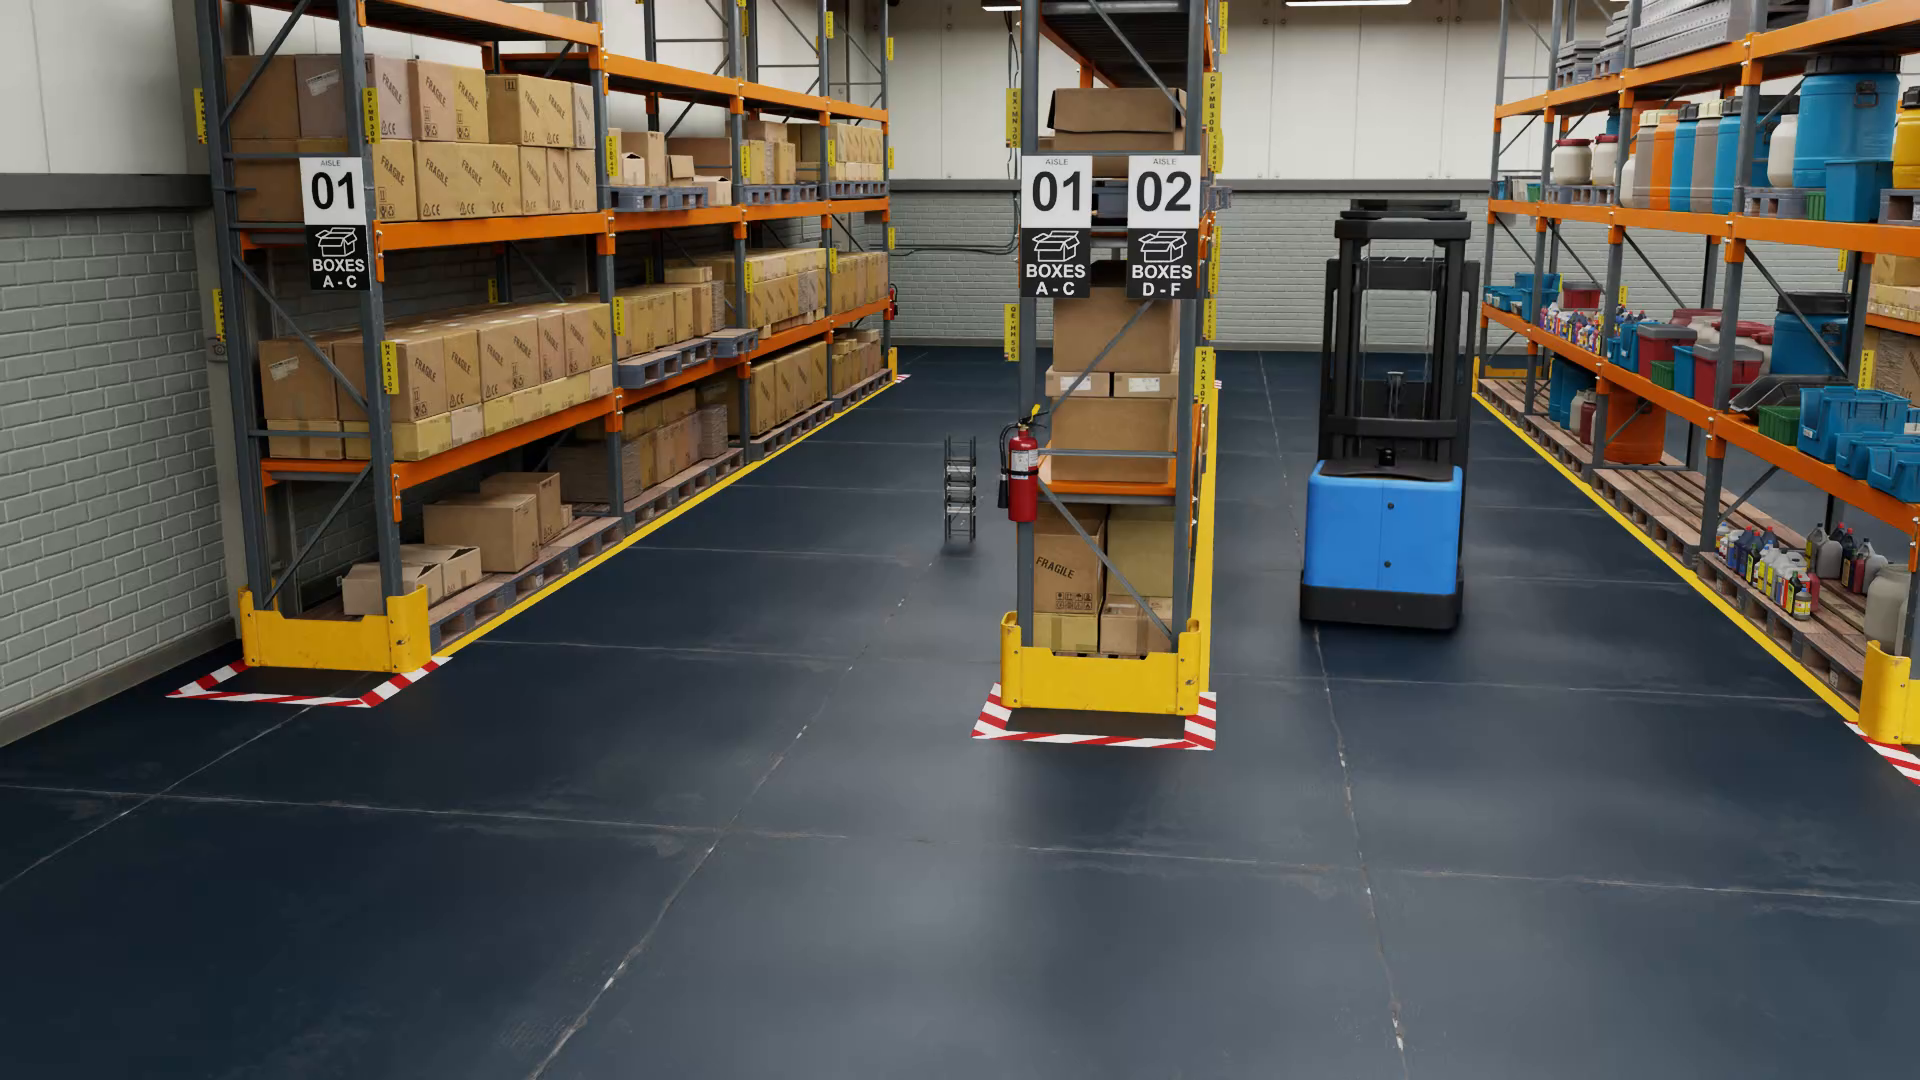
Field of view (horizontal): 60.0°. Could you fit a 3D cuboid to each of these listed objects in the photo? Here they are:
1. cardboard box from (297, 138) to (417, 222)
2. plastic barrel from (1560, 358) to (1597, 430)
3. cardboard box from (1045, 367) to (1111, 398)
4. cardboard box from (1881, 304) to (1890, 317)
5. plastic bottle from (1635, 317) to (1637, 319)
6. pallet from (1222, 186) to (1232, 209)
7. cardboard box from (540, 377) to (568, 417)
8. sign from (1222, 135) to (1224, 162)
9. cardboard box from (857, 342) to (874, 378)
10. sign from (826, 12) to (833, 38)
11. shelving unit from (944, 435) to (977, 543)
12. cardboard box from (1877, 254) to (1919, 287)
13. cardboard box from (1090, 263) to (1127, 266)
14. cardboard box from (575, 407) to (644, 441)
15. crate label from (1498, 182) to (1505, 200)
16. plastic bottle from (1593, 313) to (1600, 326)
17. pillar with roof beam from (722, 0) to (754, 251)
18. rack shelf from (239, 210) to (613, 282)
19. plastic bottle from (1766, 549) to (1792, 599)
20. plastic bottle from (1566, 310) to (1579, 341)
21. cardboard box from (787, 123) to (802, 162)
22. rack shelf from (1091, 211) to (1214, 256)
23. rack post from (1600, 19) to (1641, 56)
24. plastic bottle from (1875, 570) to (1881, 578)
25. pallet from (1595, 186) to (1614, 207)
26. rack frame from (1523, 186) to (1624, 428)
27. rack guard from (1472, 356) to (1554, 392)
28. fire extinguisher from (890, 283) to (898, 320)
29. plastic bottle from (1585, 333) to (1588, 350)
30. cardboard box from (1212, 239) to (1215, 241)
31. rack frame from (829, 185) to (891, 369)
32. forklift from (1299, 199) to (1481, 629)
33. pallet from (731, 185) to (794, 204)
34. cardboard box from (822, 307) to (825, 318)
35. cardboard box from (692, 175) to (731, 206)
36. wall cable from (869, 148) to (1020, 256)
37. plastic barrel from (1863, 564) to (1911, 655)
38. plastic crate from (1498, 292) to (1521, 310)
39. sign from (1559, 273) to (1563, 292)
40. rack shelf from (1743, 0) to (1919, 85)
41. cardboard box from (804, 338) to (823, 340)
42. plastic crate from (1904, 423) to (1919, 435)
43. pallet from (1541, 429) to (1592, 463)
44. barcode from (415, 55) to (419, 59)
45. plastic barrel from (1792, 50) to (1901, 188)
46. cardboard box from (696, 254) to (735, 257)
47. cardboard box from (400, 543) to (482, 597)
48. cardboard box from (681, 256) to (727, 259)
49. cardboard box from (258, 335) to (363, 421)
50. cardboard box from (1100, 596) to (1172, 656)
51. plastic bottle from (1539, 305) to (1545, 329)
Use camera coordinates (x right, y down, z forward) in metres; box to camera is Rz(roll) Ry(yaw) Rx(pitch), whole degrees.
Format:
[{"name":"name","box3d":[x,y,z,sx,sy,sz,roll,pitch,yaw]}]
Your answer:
[{"name":"cardboard box","box3d":[-3.754,-2.243,10.377,0.500,0.500,0.500,2,12,10]},{"name":"plastic barrel","box3d":[7.373,-1.753,19.491,0.600,0.901,0.708,2,12,9]},{"name":"cardboard box","box3d":[0.713,-0.949,9.998,0.380,0.149,0.250,2,12,8]},{"name":"cardboard box","box3d":[12.515,-3.052,22.131,0.380,0.149,0.250,2,12,8]},{"name":"plastic bottle","box3d":[7.579,-2.370,18.676,0.097,0.271,0.097,0,12,0]},{"name":"pallet","box3d":[2.057,-3.392,16.441,1.213,0.211,1.003,2,12,11]},{"name":"cardboard box","box3d":[-3.358,-1.109,12.826,0.500,0.250,0.500,2,12,8]},{"name":"sign","box3d":[3.237,-4.889,20.778,0.100,0.325,0.005,2,12,9]},{"name":"cardboard box","box3d":[-1.678,-2.717,24.919,0.700,0.500,0.500,2,12,8]},{"name":"sign","box3d":[-1.669,-6.567,21.202,0.100,0.325,0.005,2,12,9]},{"name":"shelving unit","box3d":[0.001,-0.442,14.406,0.258,0.900,0.210,2,12,9]},{"name":"cardboard box","box3d":[12.600,-3.641,22.139,0.500,0.500,0.500,2,12,7]},{"name":"cardboard box","box3d":[1.319,-1.815,12.477,0.700,0.500,0.500,2,12,9]},{"name":"cardboard box","box3d":[-3.276,-1.094,15.561,0.500,0.250,0.500,2,12,7]},{"name":"crate label","box3d":[7.736,-4.878,23.242,0.408,0.251,0.502,2,12,9]},{"name":"plastic bottle","box3d":[7.715,-2.644,20.114,0.097,0.201,0.097,0,12,0]},{"name":"pillar with roof beam","box3d":[1.300,-6.121,21.538,9.100,9.000,0.400,2,12,9]},{"name":"rack shelf","box3d":[-3.745,-2.188,12.112,1.077,0.370,4.000,2,12,9]},{"name":"plastic bottle","box3d":[5.695,0.233,11.537,0.144,0.351,0.185,2,12,11]},{"name":"plastic bottle","box3d":[6.898,-2.411,18.677,0.144,0.351,0.185,2,12,9]},{"name":"cardboard box","box3d":[-2.330,-5.321,22.287,0.500,0.500,0.500,2,12,8]},{"name":"rack shelf","box3d":[1.766,-2.860,15.234,1.077,0.370,4.000,2,12,9]},{"name":"rack post","box3d":[7.038,-5.049,16.740,0.954,0.300,0.937,2,12,9]},{"name":"plastic bottle","box3d":[6.438,0.294,11.605,0.097,0.201,0.097,0,12,0]},{"name":"pallet","box3d":[7.181,-3.531,17.086,1.003,0.211,1.213,2,12,9]},{"name":"rack frame","box3d":[7.582,-2.834,20.522,1.000,3.000,0.127,2,12,9]},{"name":"rack guard","box3d":[8.188,-2.450,24.674,1.175,0.500,0.348,2,12,9]},{"name":"fire extinguisher","box3d":[-1.113,-3.784,25.998,0.296,0.674,0.183,2,12,9]},{"name":"plastic bottle","box3d":[6.724,-2.134,17.747,0.097,0.201,0.097,0,12,0]},{"name":"cardboard box","box3d":[3.118,-3.729,22.065,0.500,0.500,0.500,1,12,7]},{"name":"rack frame","box3d":[-1.592,-3.987,25.875,1.000,3.000,0.127,2,12,9]},{"name":"forklift","box3d":[3.300,-1.084,12.568,1.130,2.935,3.031,4,13,17]},{"name":"pallet","box3d":[-2.607,-4.065,19.562,1.003,0.211,1.213,2,12,11]},{"name":"cardboard box","box3d":[-1.979,-2.962,21.666,0.380,0.149,0.250,2,12,9]},{"name":"cardboard box","box3d":[-2.666,-3.596,17.103,0.500,0.311,0.500,2,12,9]},{"name":"wall cable","box3d":[-0.369,-6.568,30.979,3.097,2.526,0.112,2,12,9]},{"name":"plastic barrel","box3d":[5.839,0.431,10.280,0.421,0.512,0.421,0,12,0]},{"name":"plastic crate","box3d":[7.632,-3.299,22.936,0.416,0.233,0.300,2,12,9]},{"name":"sign","box3d":[8.743,-3.732,24.301,0.100,0.325,0.005,2,12,9]},{"name":"rack shelf","box3d":[6.044,-3.137,10.348,1.077,0.370,4.000,2,12,9]},{"name":"cardboard box","box3d":[-2.051,-2.801,23.766,0.380,0.149,0.250,2,12,9]},{"name":"plastic crate","box3d":[6.352,-0.693,11.215,0.530,0.136,0.437,2,12,9]},{"name":"pallet","box3d":[7.237,-1.056,18.894,1.003,0.211,1.213,2,12,9]},{"name":"barcode","box3d":[-4.076,-3.609,12.489,0.001,0.075,0.075,2,12,9]},{"name":"plastic barrel","box3d":[6.093,-2.881,11.436,0.600,0.901,0.708,2,12,9]},{"name":"cardboard box","box3d":[-2.843,-3.210,19.496,0.500,0.250,0.500,2,12,7]},{"name":"cardboard box","box3d":[-3.770,0.183,11.862,0.500,0.311,0.500,3,13,13]},{"name":"cardboard box","box3d":[-2.926,-3.103,19.001,0.500,0.250,0.500,1,12,7]},{"name":"cardboard box","box3d":[-4.190,-1.065,10.842,0.500,0.500,0.500,2,12,8]},{"name":"cardboard box","box3d":[1.145,0.538,10.409,0.500,0.250,0.500,2,12,9]},{"name":"plastic bottle","box3d":[7.104,-2.714,20.244,0.061,0.283,0.133,2,12,9]}]
